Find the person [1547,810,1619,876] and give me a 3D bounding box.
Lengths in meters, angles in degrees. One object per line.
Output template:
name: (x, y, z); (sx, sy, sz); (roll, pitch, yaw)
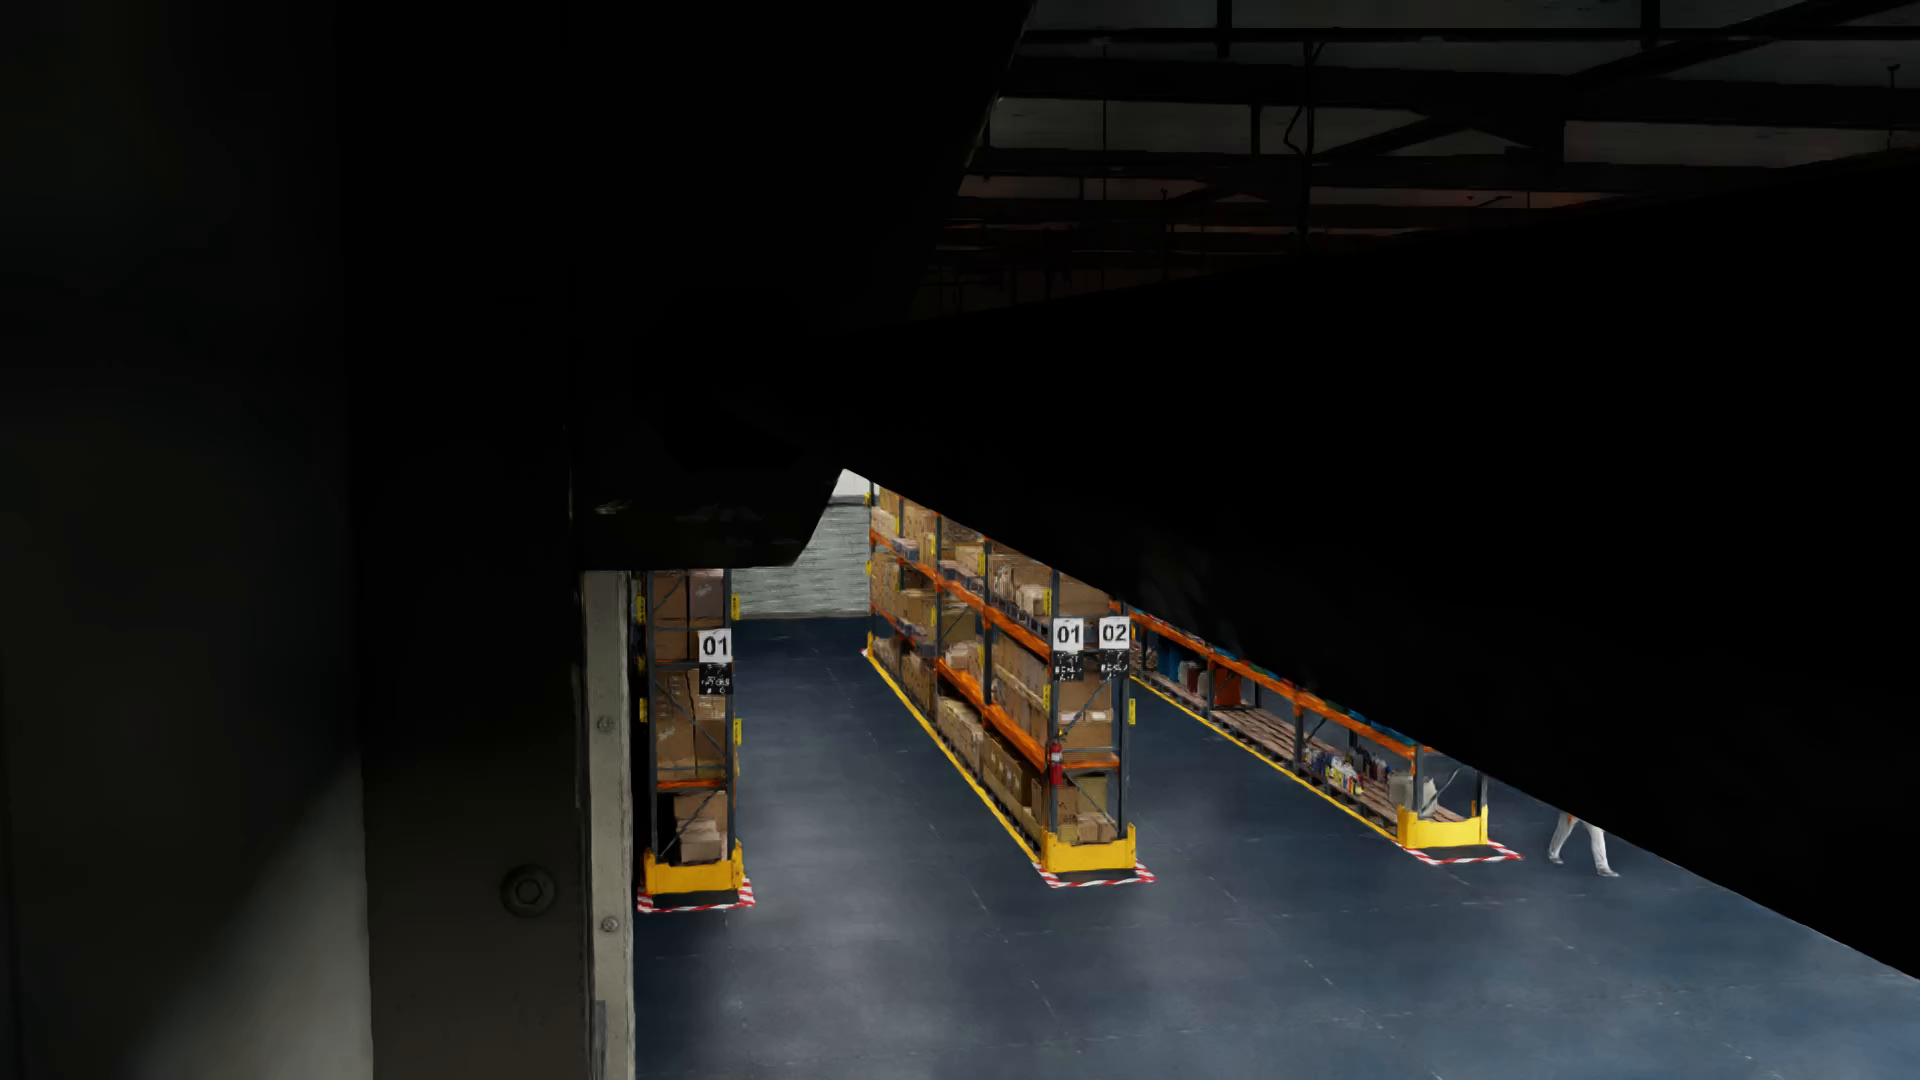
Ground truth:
person: (7.781, 3.357, 20.825); (0.496, 1.580, 1.090); (-1, 6, -13)
